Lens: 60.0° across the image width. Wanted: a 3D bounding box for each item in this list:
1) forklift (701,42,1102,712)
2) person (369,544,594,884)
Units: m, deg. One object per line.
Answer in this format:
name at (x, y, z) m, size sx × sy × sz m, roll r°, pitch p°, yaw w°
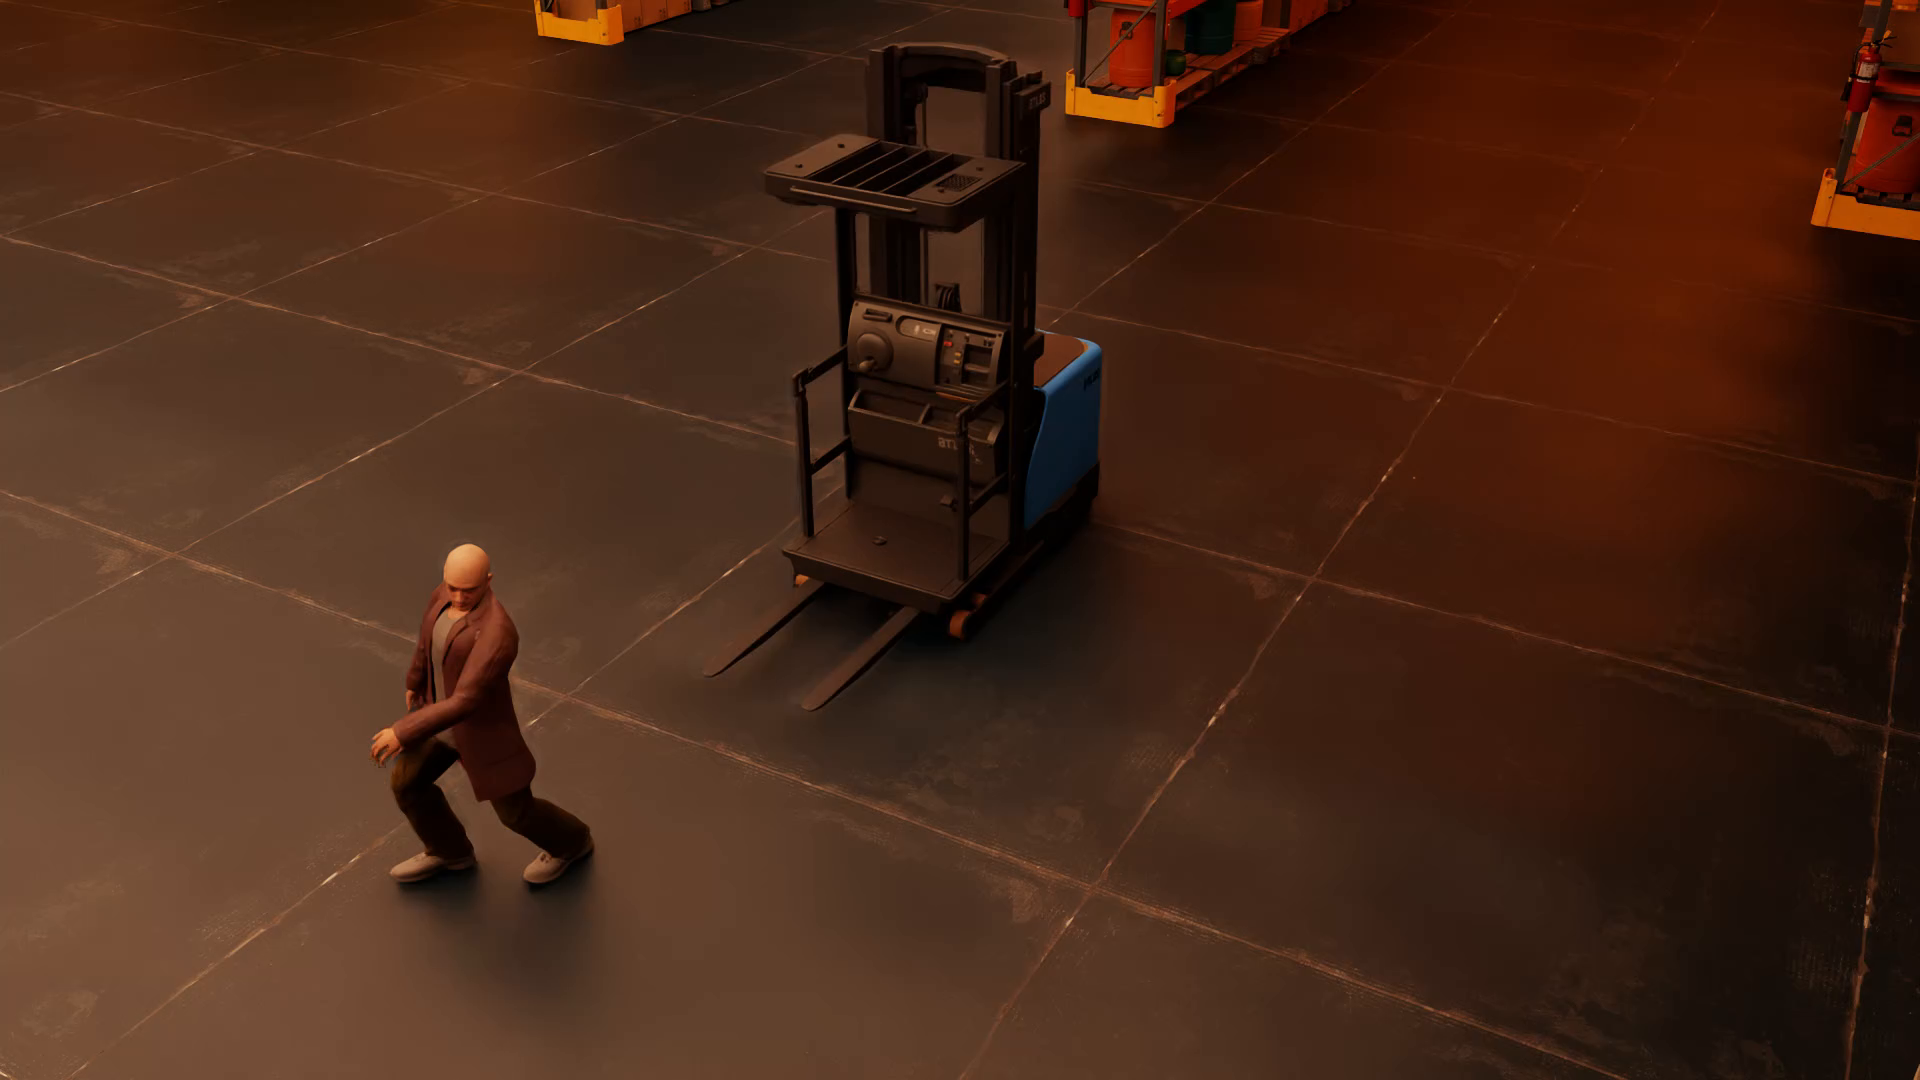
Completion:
forklift at (-0.290, -0.985, 8.777) m, size 1.130 × 2.935 × 3.031 m, roll 15°, pitch 33°, yaw 25°
person at (-2.129, 0.759, 7.003) m, size 0.749 × 1.689 × 0.865 m, roll 21°, pitch 36°, yaw 32°
